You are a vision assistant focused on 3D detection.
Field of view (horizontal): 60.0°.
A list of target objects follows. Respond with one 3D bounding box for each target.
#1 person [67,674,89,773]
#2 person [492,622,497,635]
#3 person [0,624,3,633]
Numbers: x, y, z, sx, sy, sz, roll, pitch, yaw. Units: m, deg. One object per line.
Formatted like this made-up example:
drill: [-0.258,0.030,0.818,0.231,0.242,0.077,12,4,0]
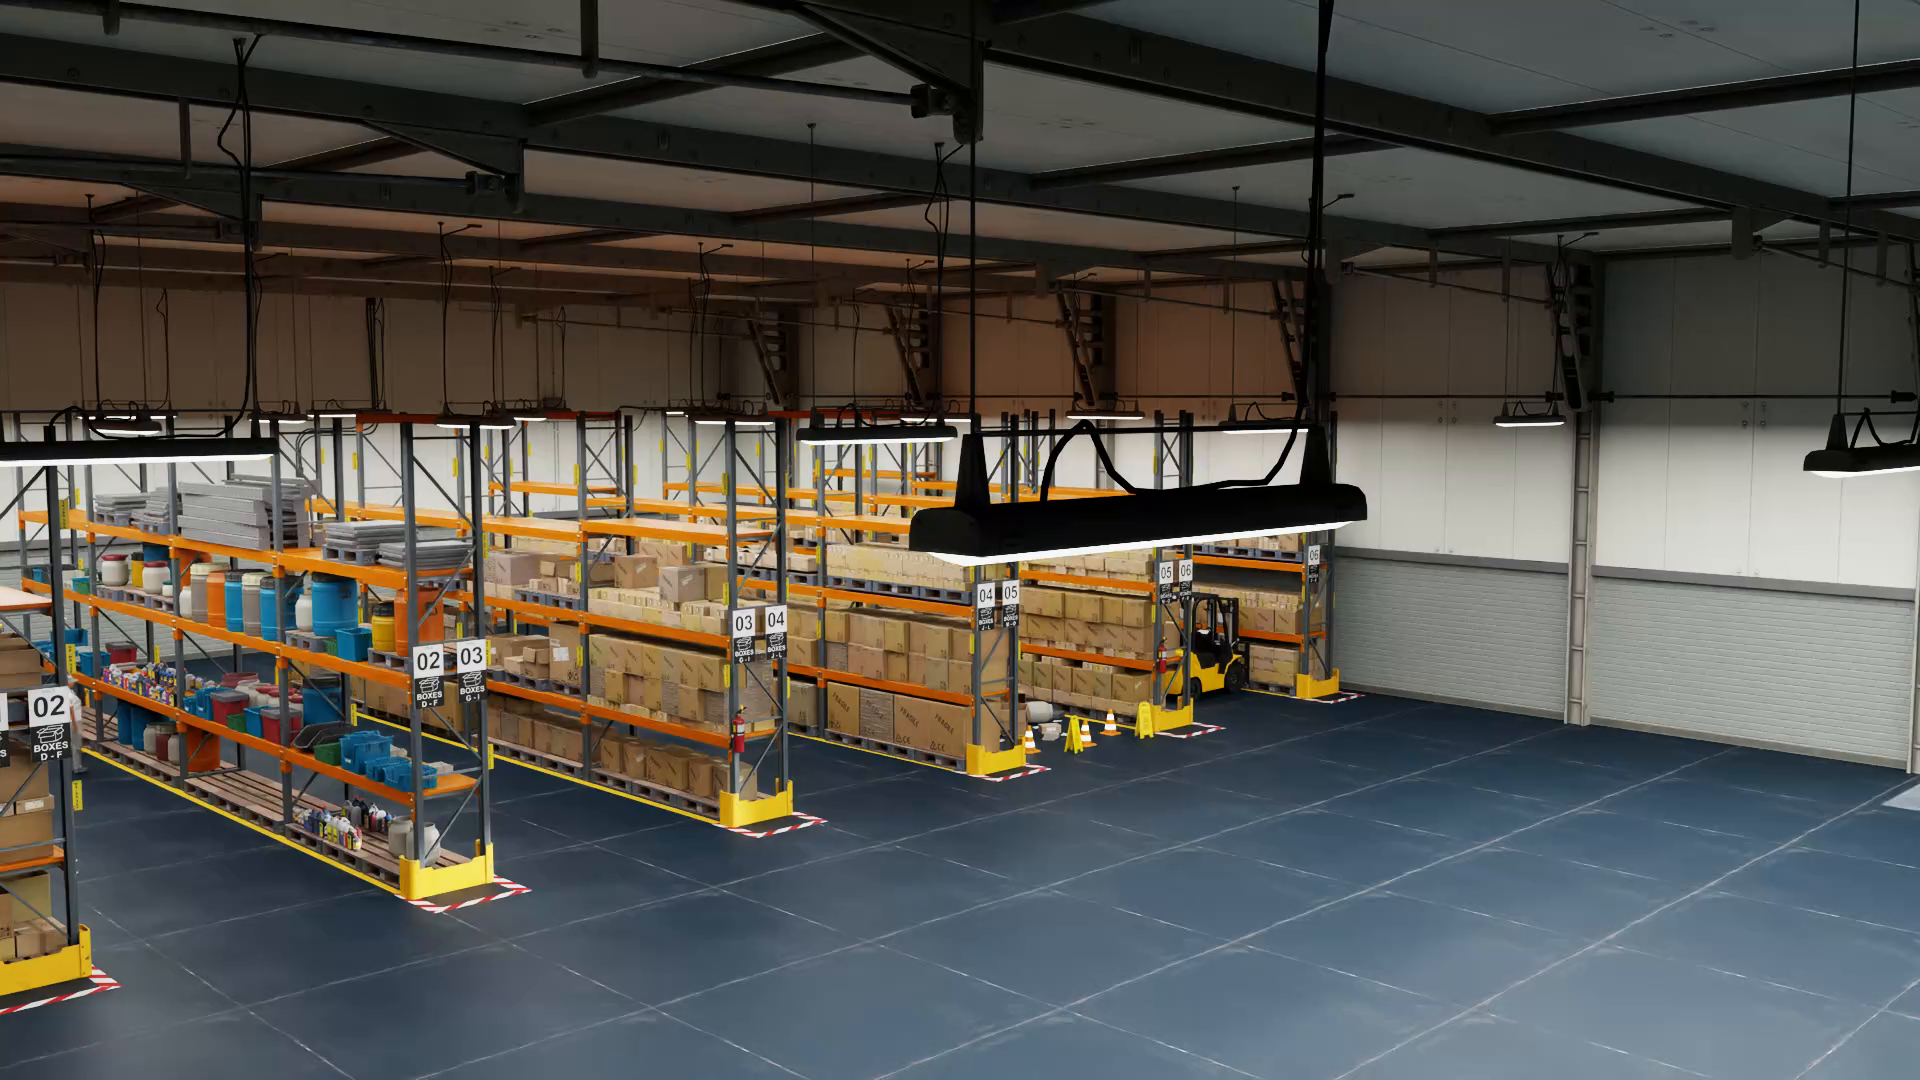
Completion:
person: [-14.914,3.071,27.877,0.535,1.663,0.438,4,6,36]
person: [-9.963,2.448,35.204,0.960,1.643,0.453,5,7,43]
person: [-19.670,2.508,33.838,0.638,1.747,0.608,0,5,-5]
